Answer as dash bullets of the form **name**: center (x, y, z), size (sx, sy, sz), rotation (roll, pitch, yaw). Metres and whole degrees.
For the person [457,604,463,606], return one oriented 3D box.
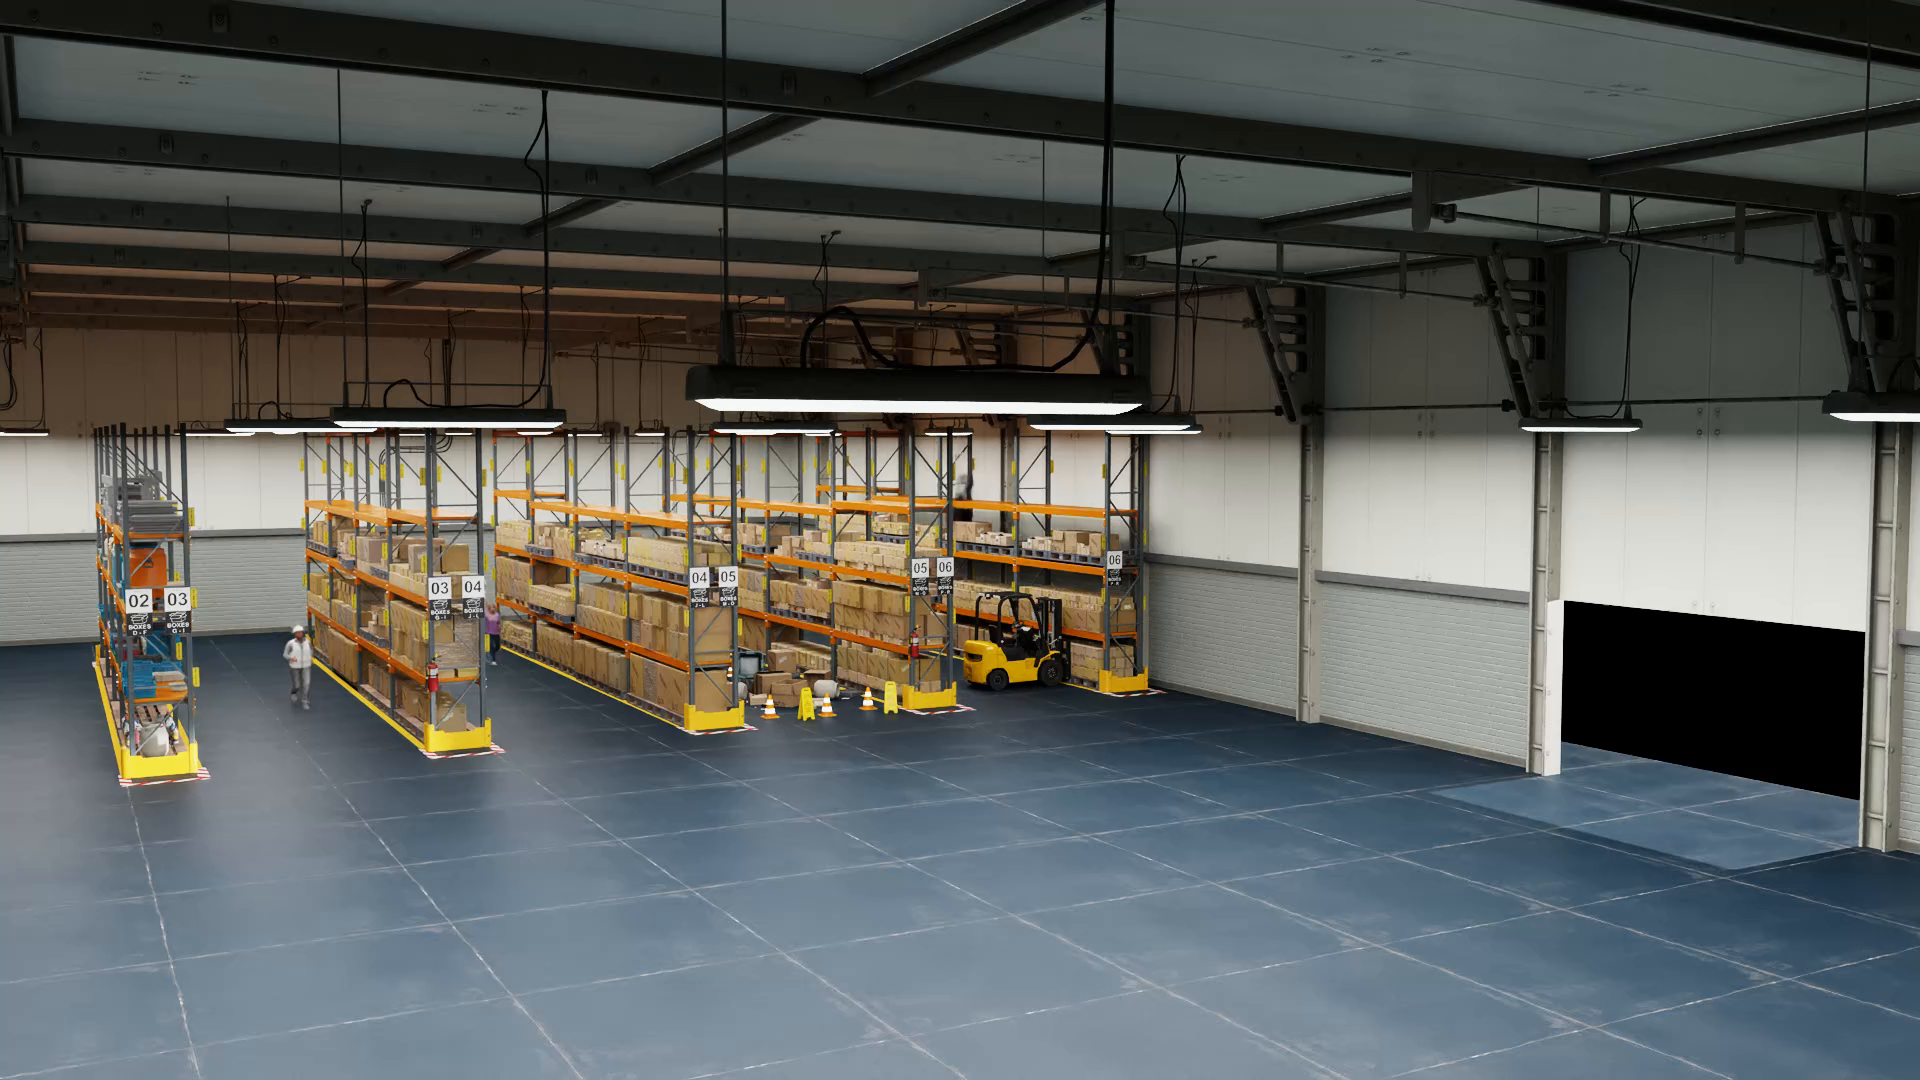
- **person**: center (-14.213, 2.058, 46.505), size (0.780, 1.683, 0.560), rotation (1, 4, 21)

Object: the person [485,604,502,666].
- **person**: center (-11.876, 2.391, 42.190), size (0.540, 1.551, 0.637), rotation (-2, 4, -29)

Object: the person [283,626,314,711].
- **person**: center (-14.045, 2.704, 35.378), size (0.661, 1.776, 0.922), rotation (-3, 4, -36)
